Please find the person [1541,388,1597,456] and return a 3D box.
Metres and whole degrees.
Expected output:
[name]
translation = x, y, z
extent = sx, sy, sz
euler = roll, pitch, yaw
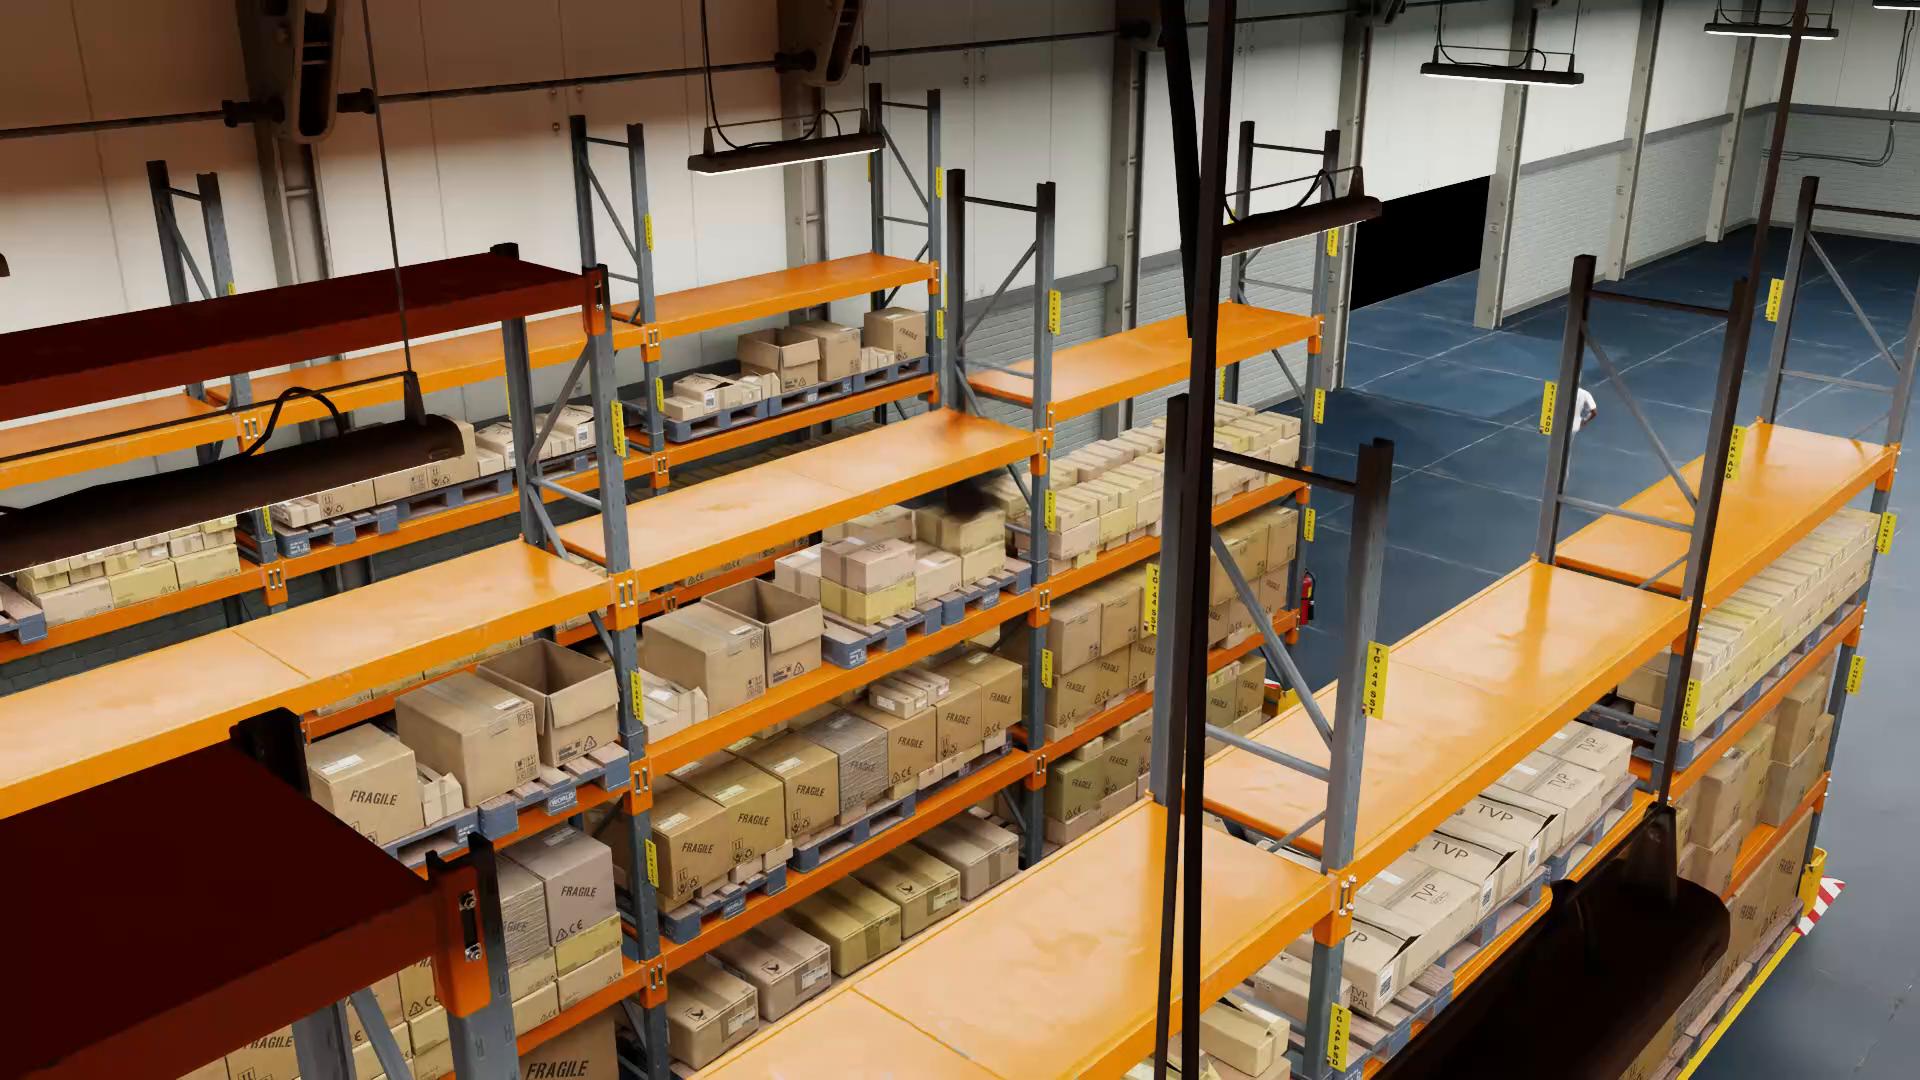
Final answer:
[person]
translation = 8.641, -1.592, 23.731
extent = 0.739, 1.730, 0.795
euler = 1, 21, 2
